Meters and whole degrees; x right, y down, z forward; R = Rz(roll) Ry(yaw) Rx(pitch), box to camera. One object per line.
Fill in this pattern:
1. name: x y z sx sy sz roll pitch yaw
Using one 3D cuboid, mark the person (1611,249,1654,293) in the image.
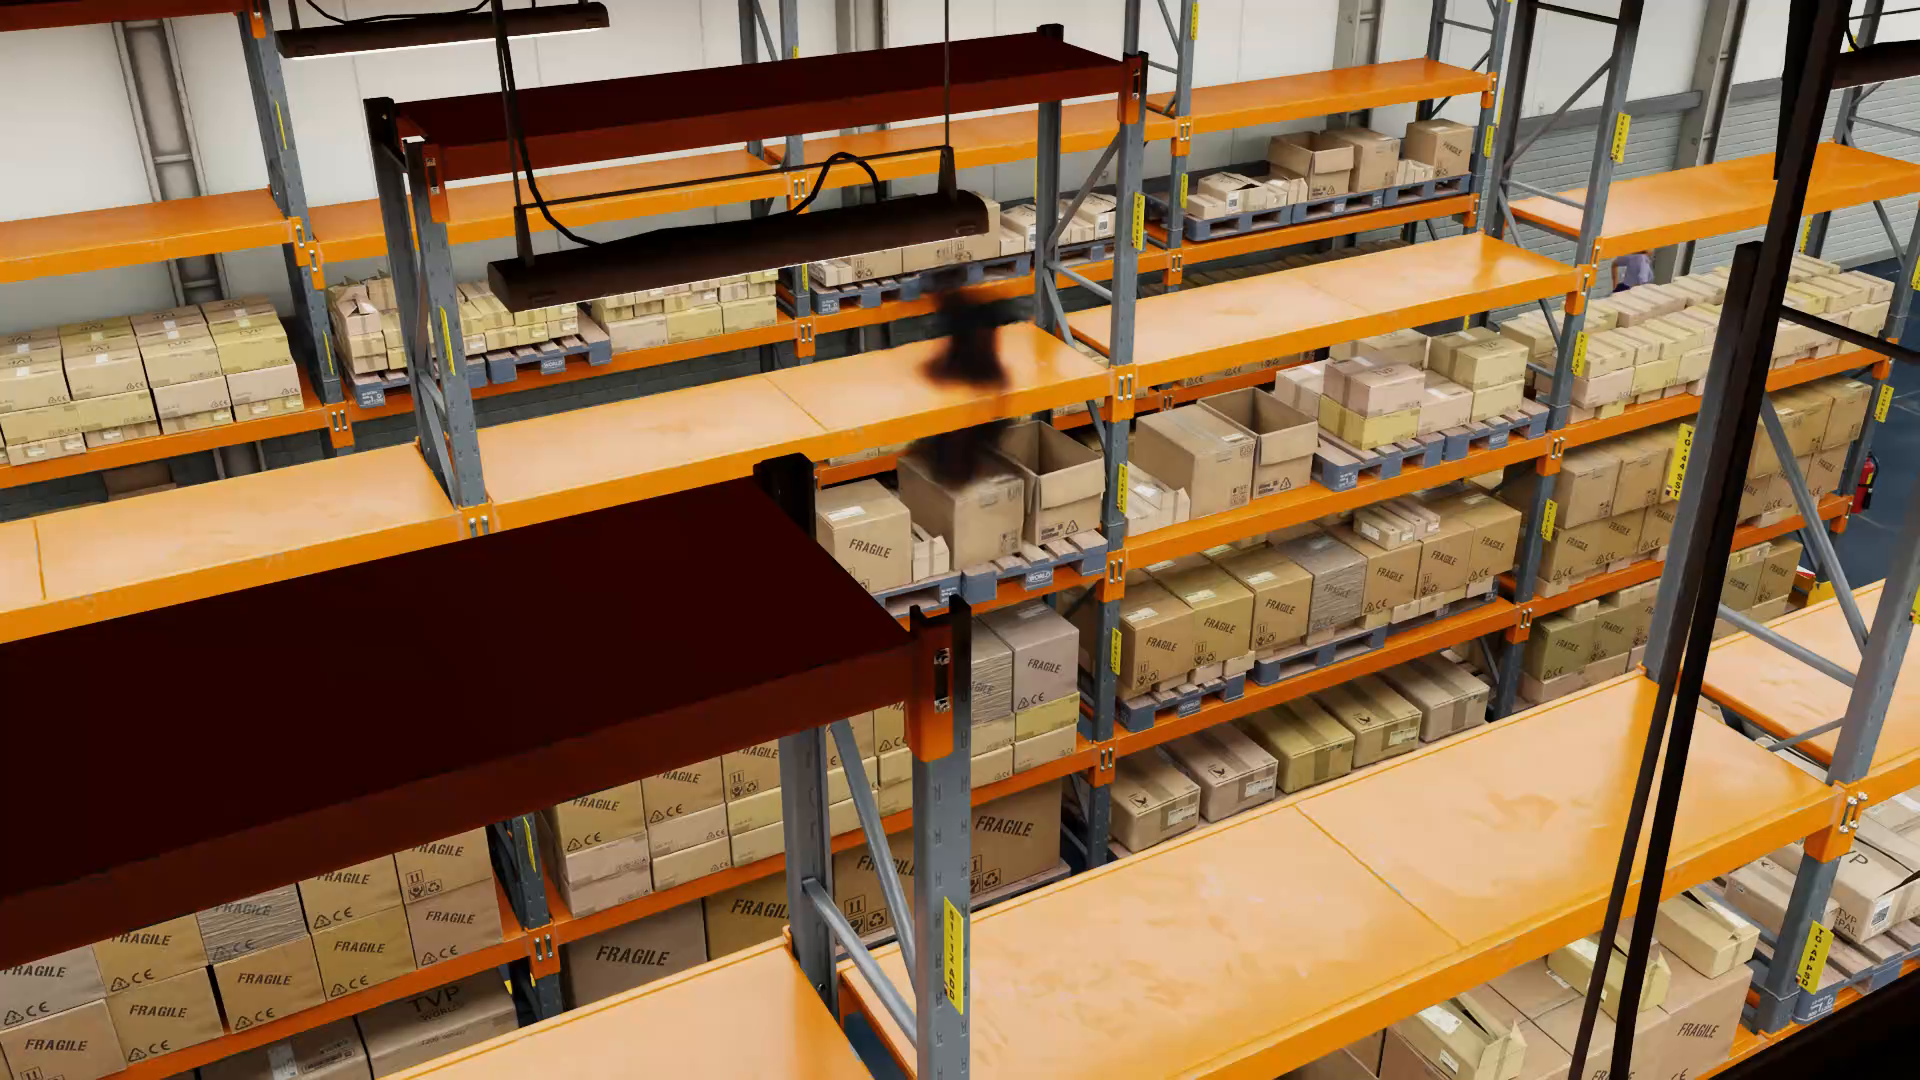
1. person: 8.473 -3.067 21.081 0.522 1.602 0.669 -7 29 -12
